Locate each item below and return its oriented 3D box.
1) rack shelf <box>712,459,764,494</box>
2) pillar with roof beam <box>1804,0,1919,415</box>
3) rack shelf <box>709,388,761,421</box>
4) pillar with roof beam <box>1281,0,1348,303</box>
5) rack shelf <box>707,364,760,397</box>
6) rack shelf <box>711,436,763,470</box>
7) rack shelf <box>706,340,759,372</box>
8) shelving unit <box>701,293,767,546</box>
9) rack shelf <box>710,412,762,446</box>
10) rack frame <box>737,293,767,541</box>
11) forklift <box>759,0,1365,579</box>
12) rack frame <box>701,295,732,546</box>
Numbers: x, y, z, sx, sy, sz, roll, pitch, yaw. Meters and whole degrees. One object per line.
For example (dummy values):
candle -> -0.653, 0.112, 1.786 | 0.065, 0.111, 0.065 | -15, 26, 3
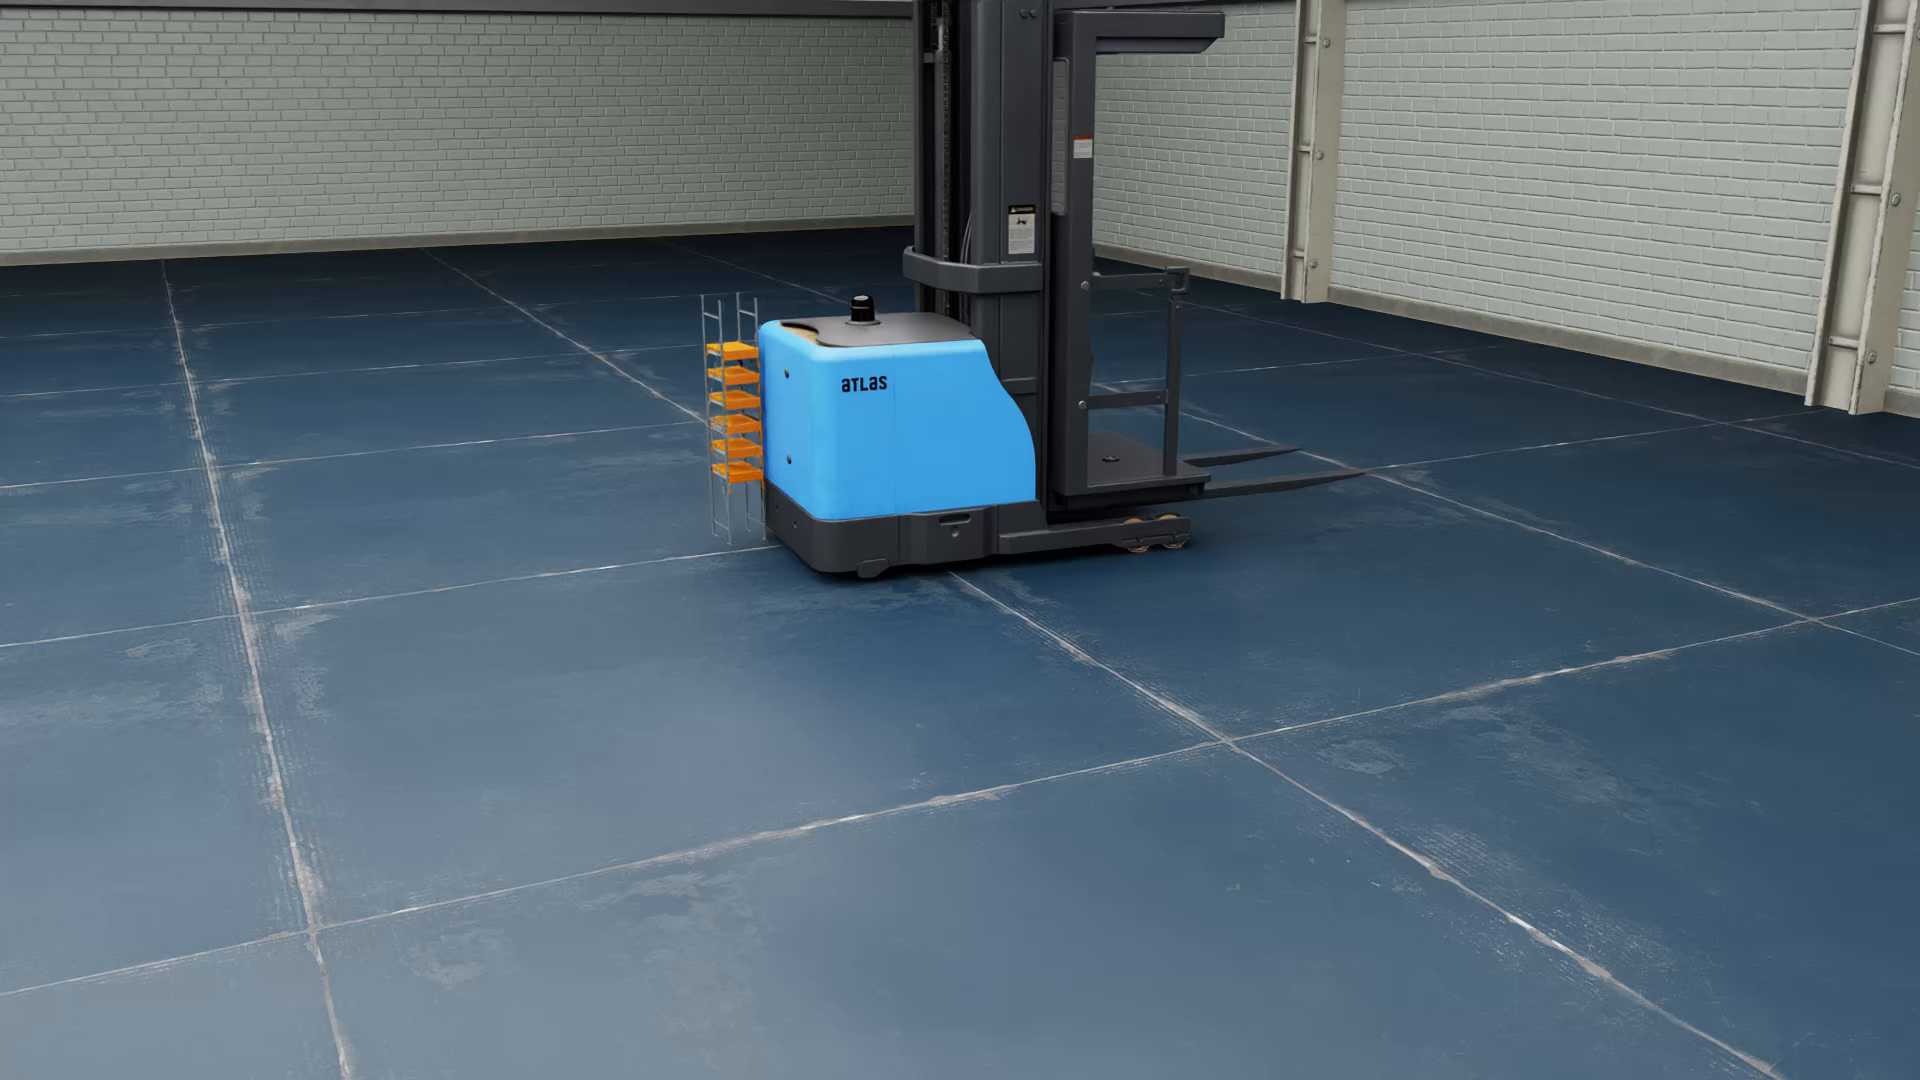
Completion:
rack shelf -> -1.100, -0.313, 8.193 | 0.180, 0.103, 0.258 | -9, 18, -29
pillar with roof beam -> 2.202, -4.715, 8.366 | 9.100, 9.000, 0.400 | -8, 18, -25
rack shelf -> -1.102, -0.660, 8.095 | 0.180, 0.103, 0.258 | -9, 18, -29
pillar with roof beam -> -0.426, -6.203, 13.551 | 9.100, 9.000, 0.400 | -8, 18, -25
rack shelf -> -1.103, -0.775, 8.063 | 0.180, 0.103, 0.258 | -9, 18, -29
rack shelf -> -1.101, -0.429, 8.161 | 0.180, 0.103, 0.258 | -9, 18, -29
rack shelf -> -1.103, -0.890, 8.030 | 0.180, 0.103, 0.258 | -9, 18, -29
shelving unit -> -1.102, -0.587, 8.116 | 0.189, 1.200, 0.258 | -9, 18, -29
rack shelf -> -1.101, -0.544, 8.128 | 0.180, 0.103, 0.258 | -9, 18, -29
rack frame -> -1.022, -0.600, 8.160 | 0.006, 1.200, 0.240 | -9, 18, -29
forklift -> 0.582, -1.473, 8.071 | 3.031, 2.935, 1.130 | -6, 17, -21
rack frame -> -1.181, -0.574, 8.072 | 0.006, 1.200, 0.240 | -9, 18, -29
